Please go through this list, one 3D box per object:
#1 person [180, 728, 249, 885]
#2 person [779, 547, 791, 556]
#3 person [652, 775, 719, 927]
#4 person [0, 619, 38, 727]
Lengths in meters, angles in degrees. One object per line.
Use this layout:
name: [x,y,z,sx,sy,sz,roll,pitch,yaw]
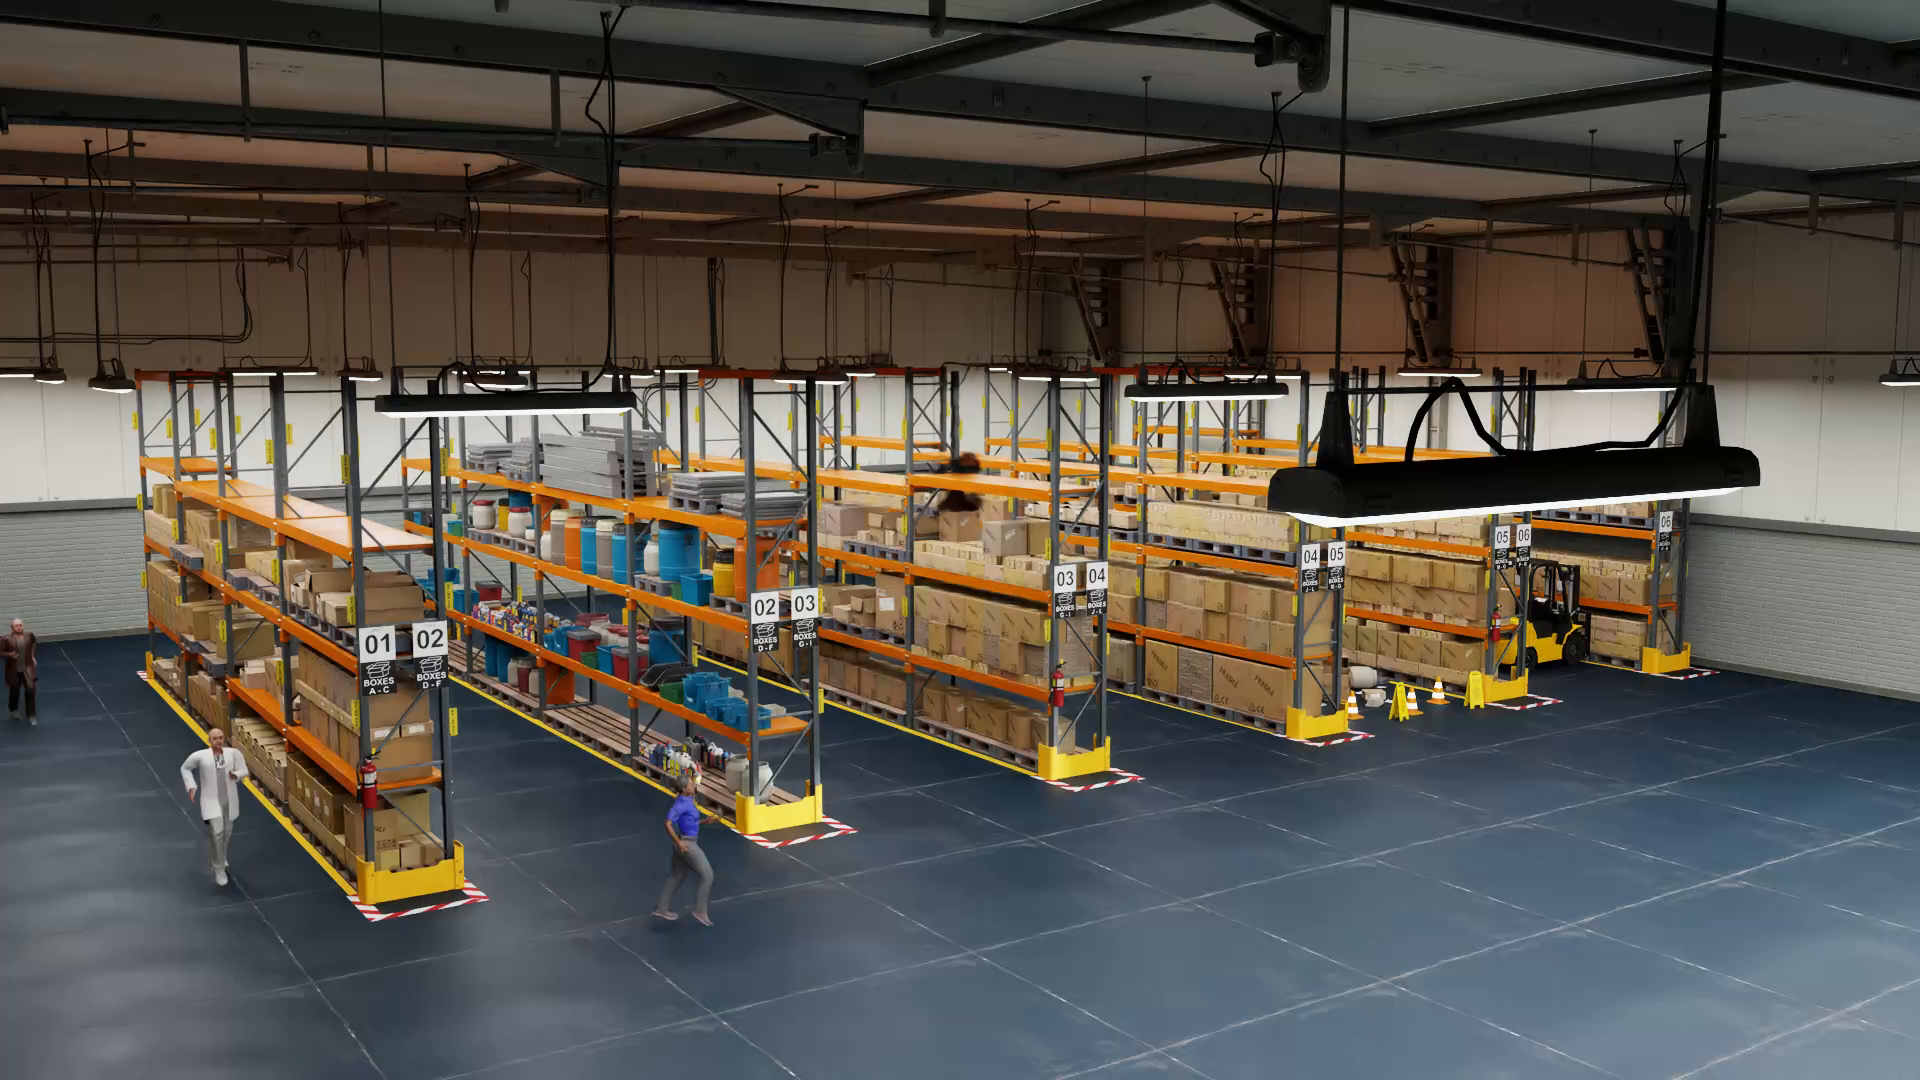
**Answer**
person: [-8.958,3.185,20.088,0.672,1.847,0.858,-6,9,-43]
person: [-4.372,0.901,40.383,0.753,1.741,0.902,3,7,23]
person: [-3.022,3.447,18.381,0.738,1.719,0.543,-2,7,-18]
person: [-16.076,2.240,28.403,0.654,1.824,0.952,-5,8,-39]
